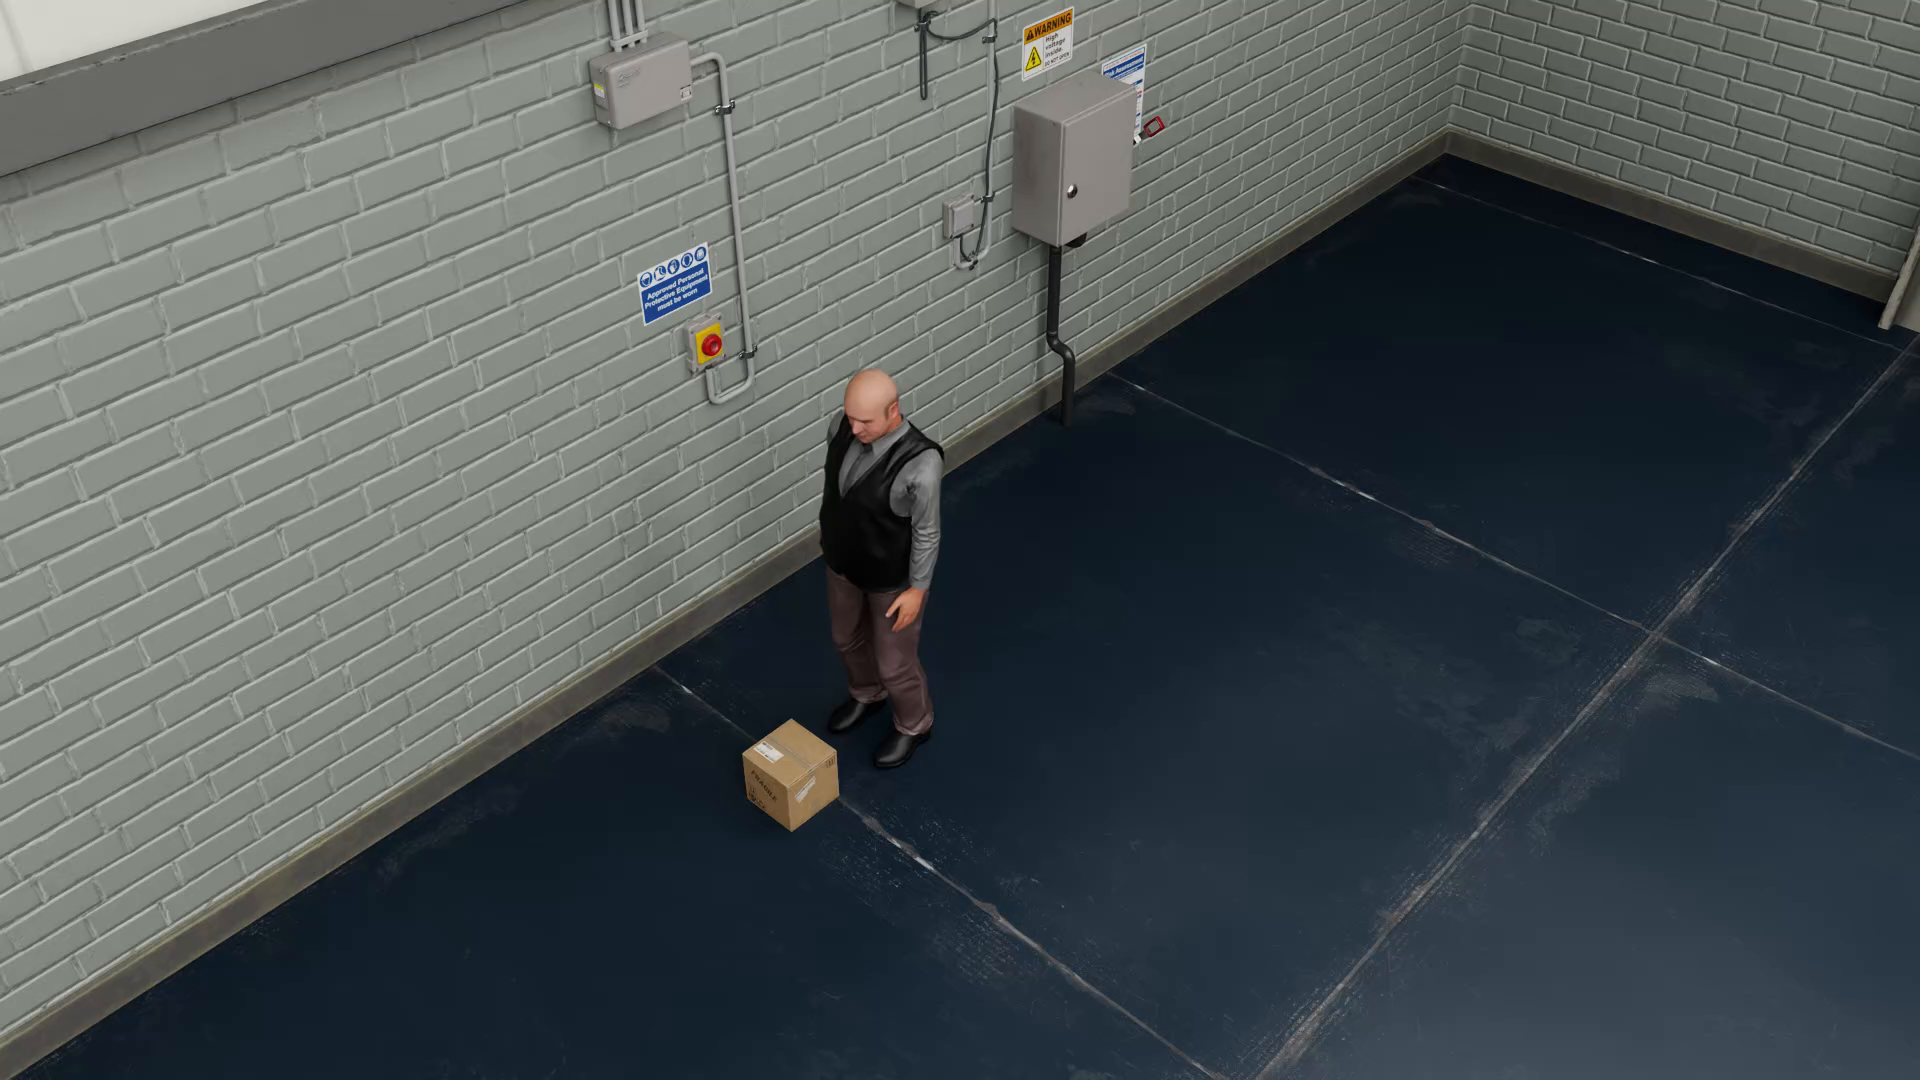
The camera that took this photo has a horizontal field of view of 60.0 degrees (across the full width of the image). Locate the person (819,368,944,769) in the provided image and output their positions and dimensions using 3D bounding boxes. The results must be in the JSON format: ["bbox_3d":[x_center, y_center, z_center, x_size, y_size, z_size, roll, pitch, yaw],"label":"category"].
[{"bbox_3d":[-0.285,0.104,6.060,0.535,1.714,0.353,31,48,32],"label":"person"}]
